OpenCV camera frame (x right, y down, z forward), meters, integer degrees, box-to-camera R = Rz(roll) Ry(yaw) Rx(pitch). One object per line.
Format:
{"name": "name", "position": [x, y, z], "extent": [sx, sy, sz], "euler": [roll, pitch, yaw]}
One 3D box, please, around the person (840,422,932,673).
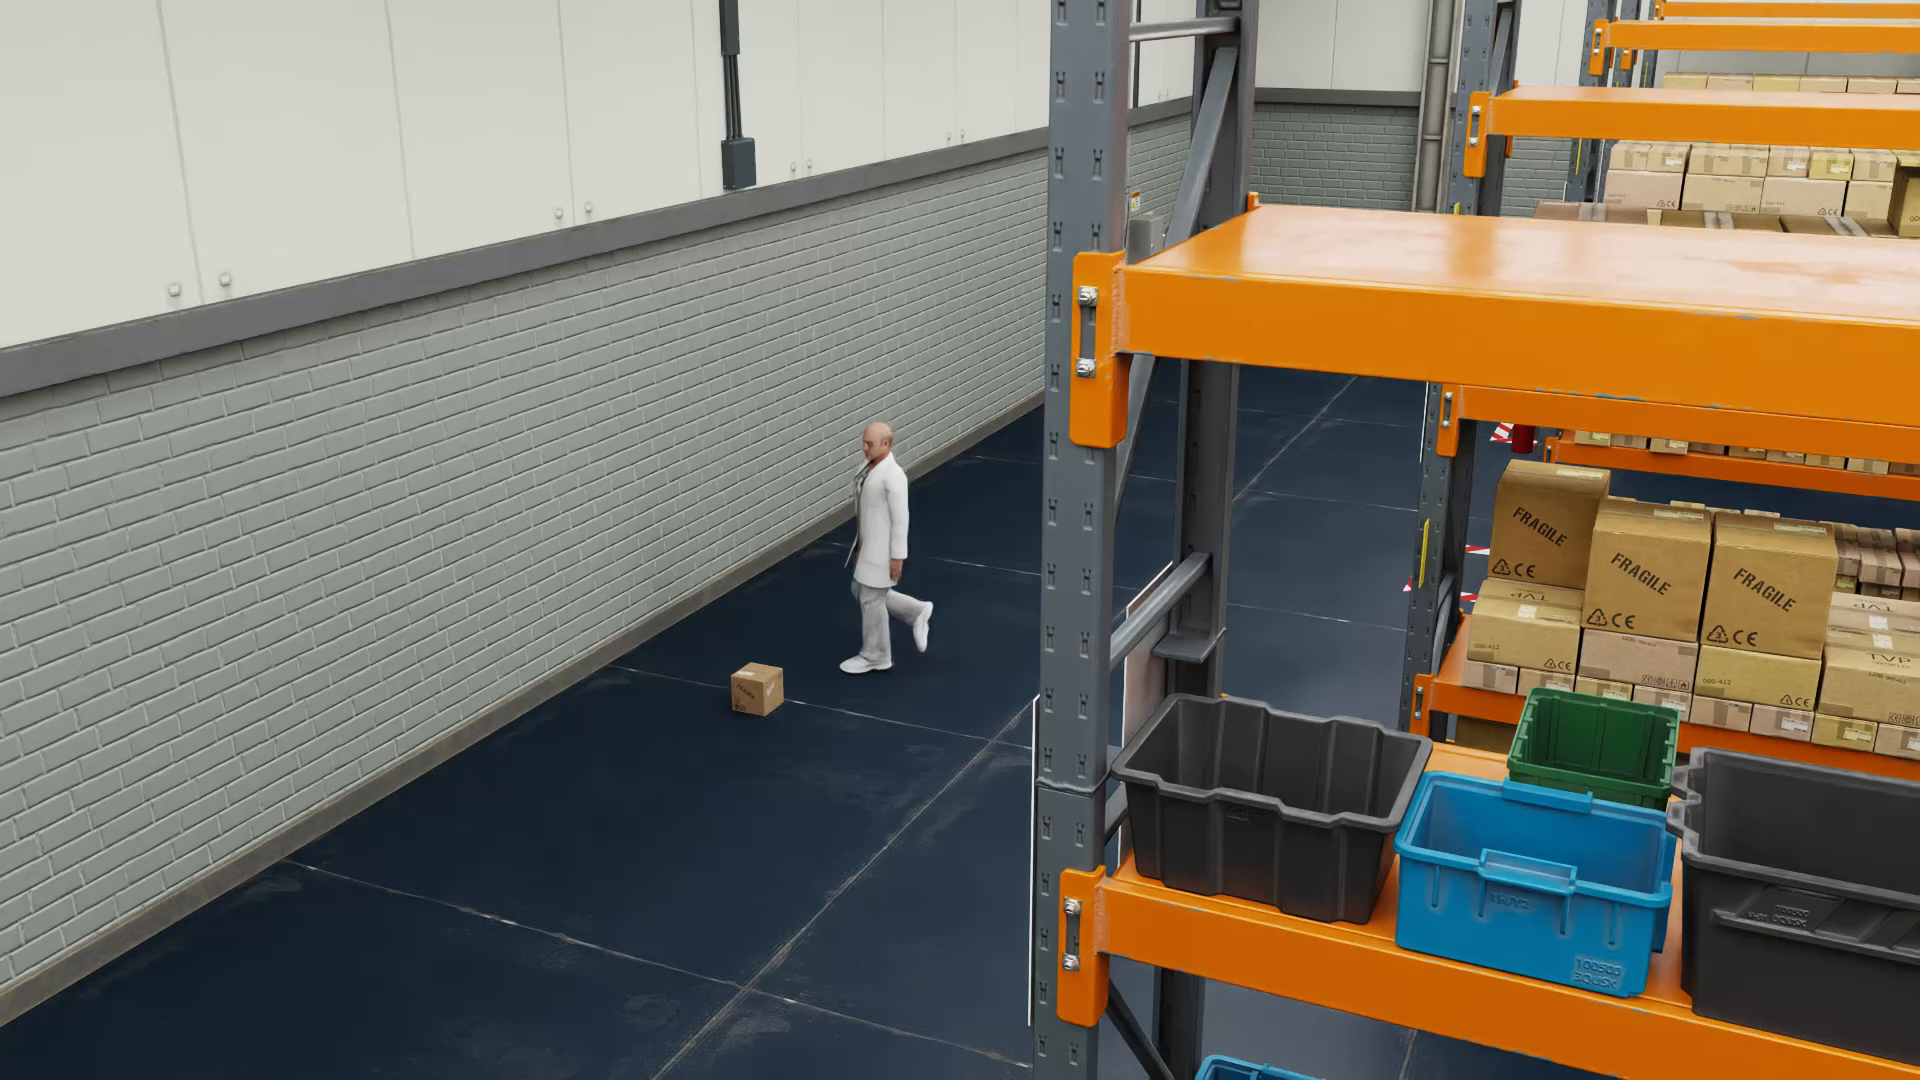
{"name": "person", "position": [-0.501, 0.044, 11.389], "extent": [0.714, 1.766, 0.568], "euler": [-7, 20, -18]}
